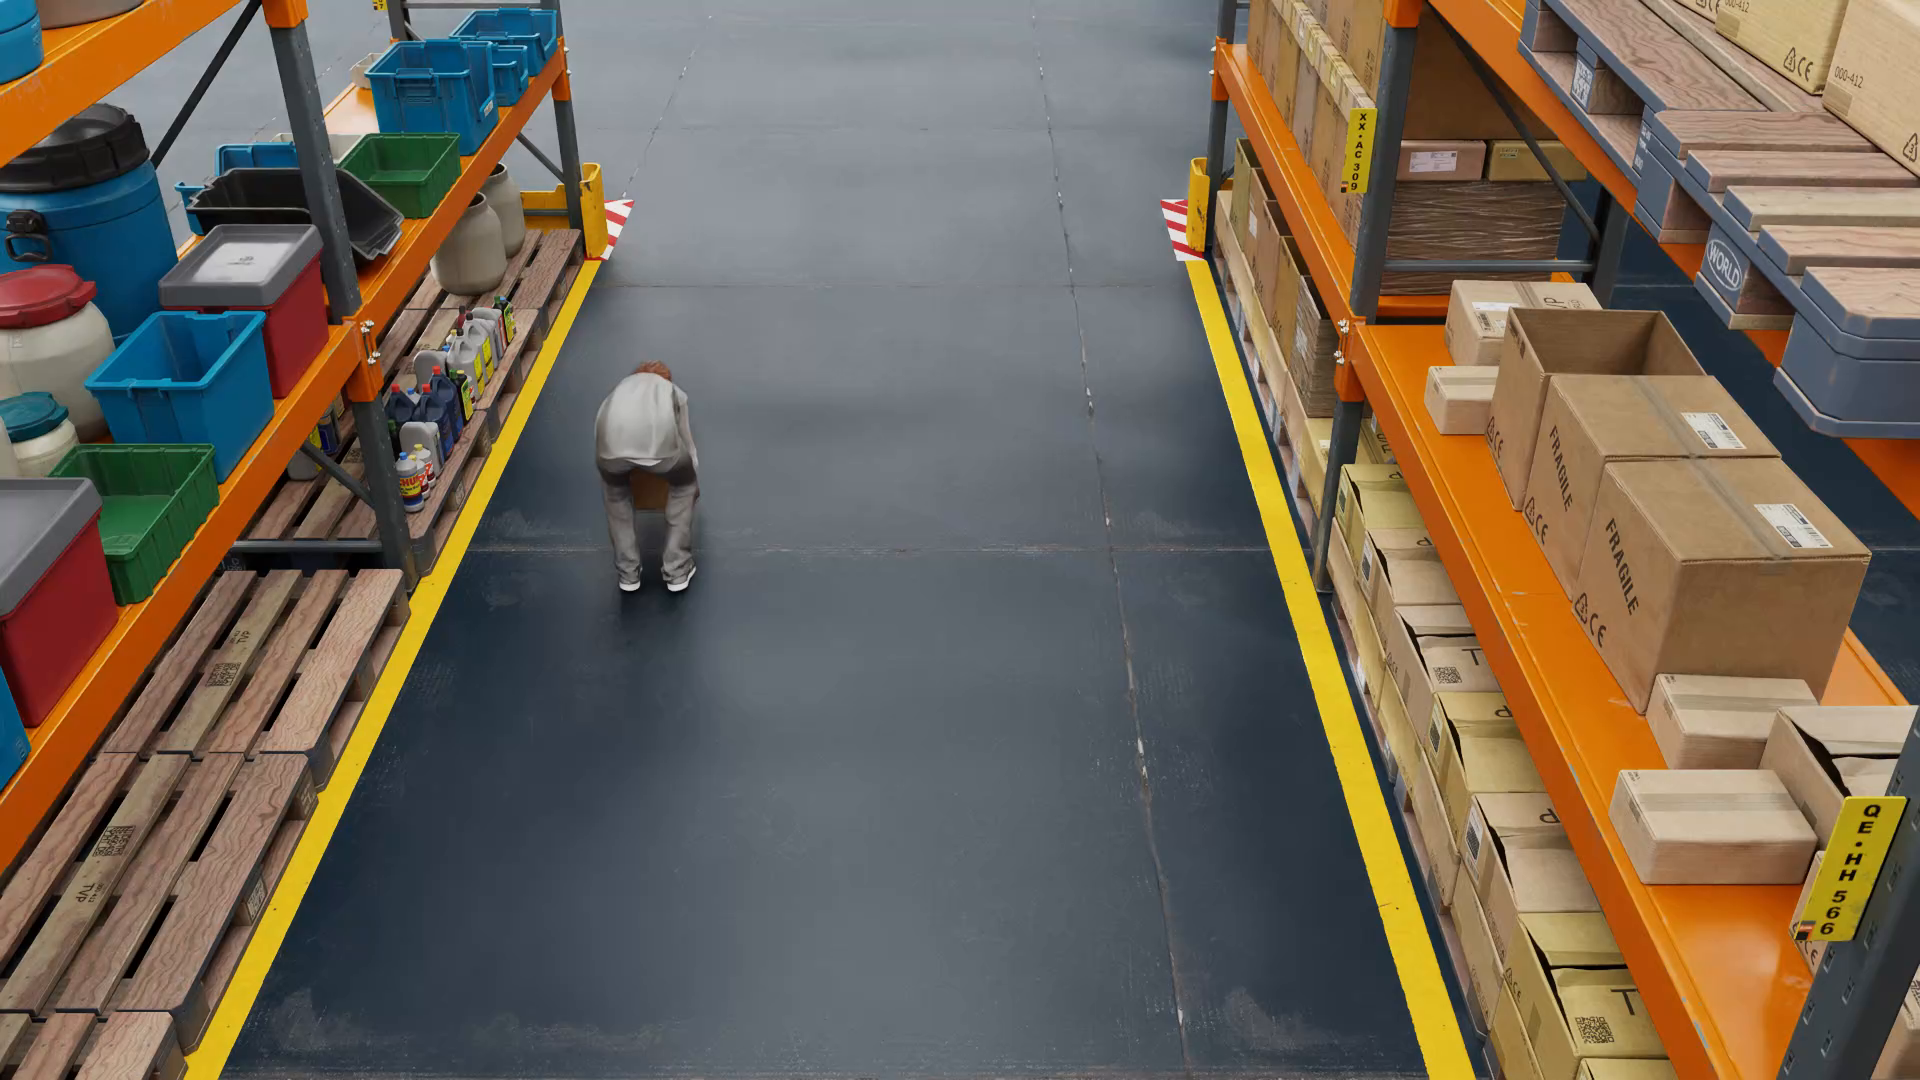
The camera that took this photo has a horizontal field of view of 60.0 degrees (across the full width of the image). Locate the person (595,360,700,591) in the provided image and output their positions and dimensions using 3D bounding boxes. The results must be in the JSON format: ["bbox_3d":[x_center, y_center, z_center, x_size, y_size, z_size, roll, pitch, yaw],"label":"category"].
[{"bbox_3d":[-1.353,-0.321,7.274,0.412,0.947,0.866,-2,32,-2],"label":"person"}]
